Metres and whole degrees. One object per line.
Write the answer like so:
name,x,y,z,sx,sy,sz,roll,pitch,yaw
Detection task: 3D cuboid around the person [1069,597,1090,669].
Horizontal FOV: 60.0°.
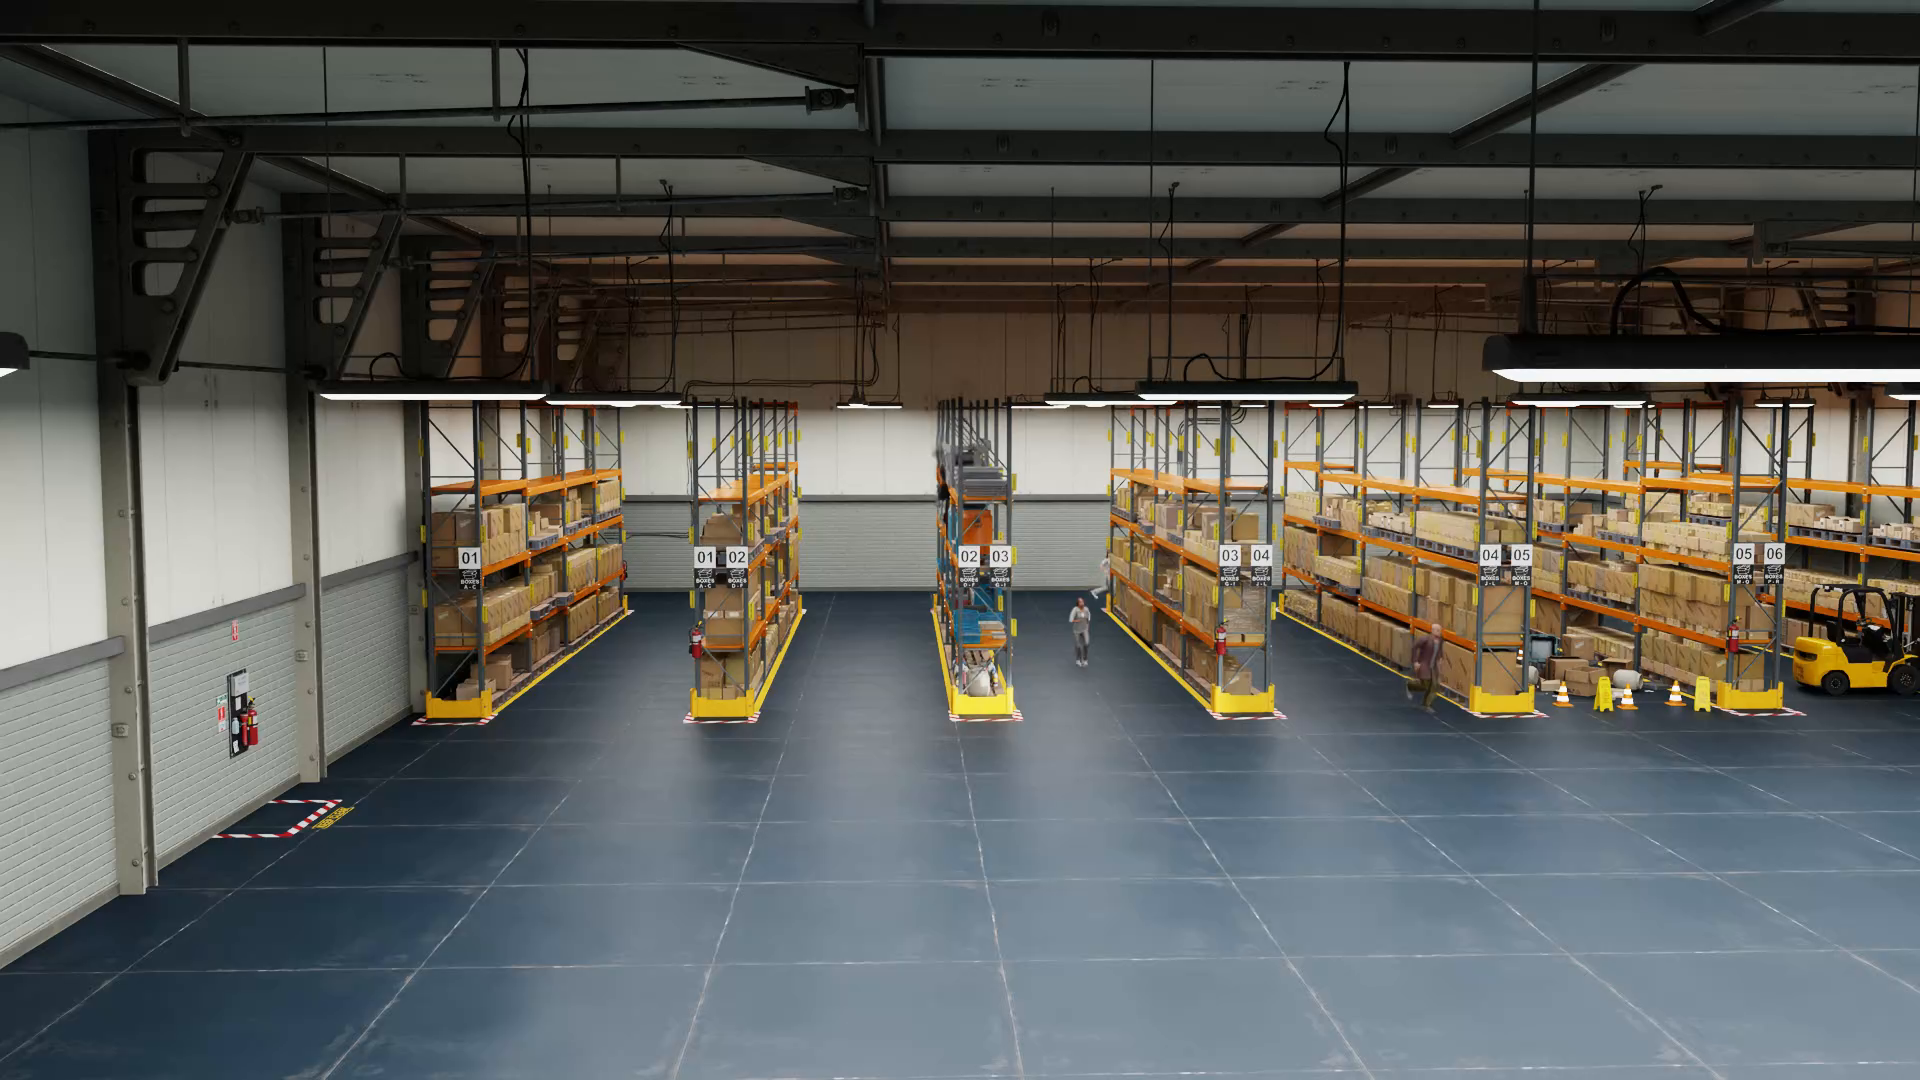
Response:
person,2.679,2.073,37.129,0.521,1.584,0.717,-1,4,-7

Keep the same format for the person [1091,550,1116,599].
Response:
person,4.396,1.110,49.146,1.123,1.671,0.536,2,5,21

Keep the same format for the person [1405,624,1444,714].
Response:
person,8.897,2.426,31.878,0.707,1.719,0.852,-3,5,-32

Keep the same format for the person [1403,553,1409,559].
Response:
person,13.188,1.123,49.196,0.769,1.655,0.607,-1,5,-12
